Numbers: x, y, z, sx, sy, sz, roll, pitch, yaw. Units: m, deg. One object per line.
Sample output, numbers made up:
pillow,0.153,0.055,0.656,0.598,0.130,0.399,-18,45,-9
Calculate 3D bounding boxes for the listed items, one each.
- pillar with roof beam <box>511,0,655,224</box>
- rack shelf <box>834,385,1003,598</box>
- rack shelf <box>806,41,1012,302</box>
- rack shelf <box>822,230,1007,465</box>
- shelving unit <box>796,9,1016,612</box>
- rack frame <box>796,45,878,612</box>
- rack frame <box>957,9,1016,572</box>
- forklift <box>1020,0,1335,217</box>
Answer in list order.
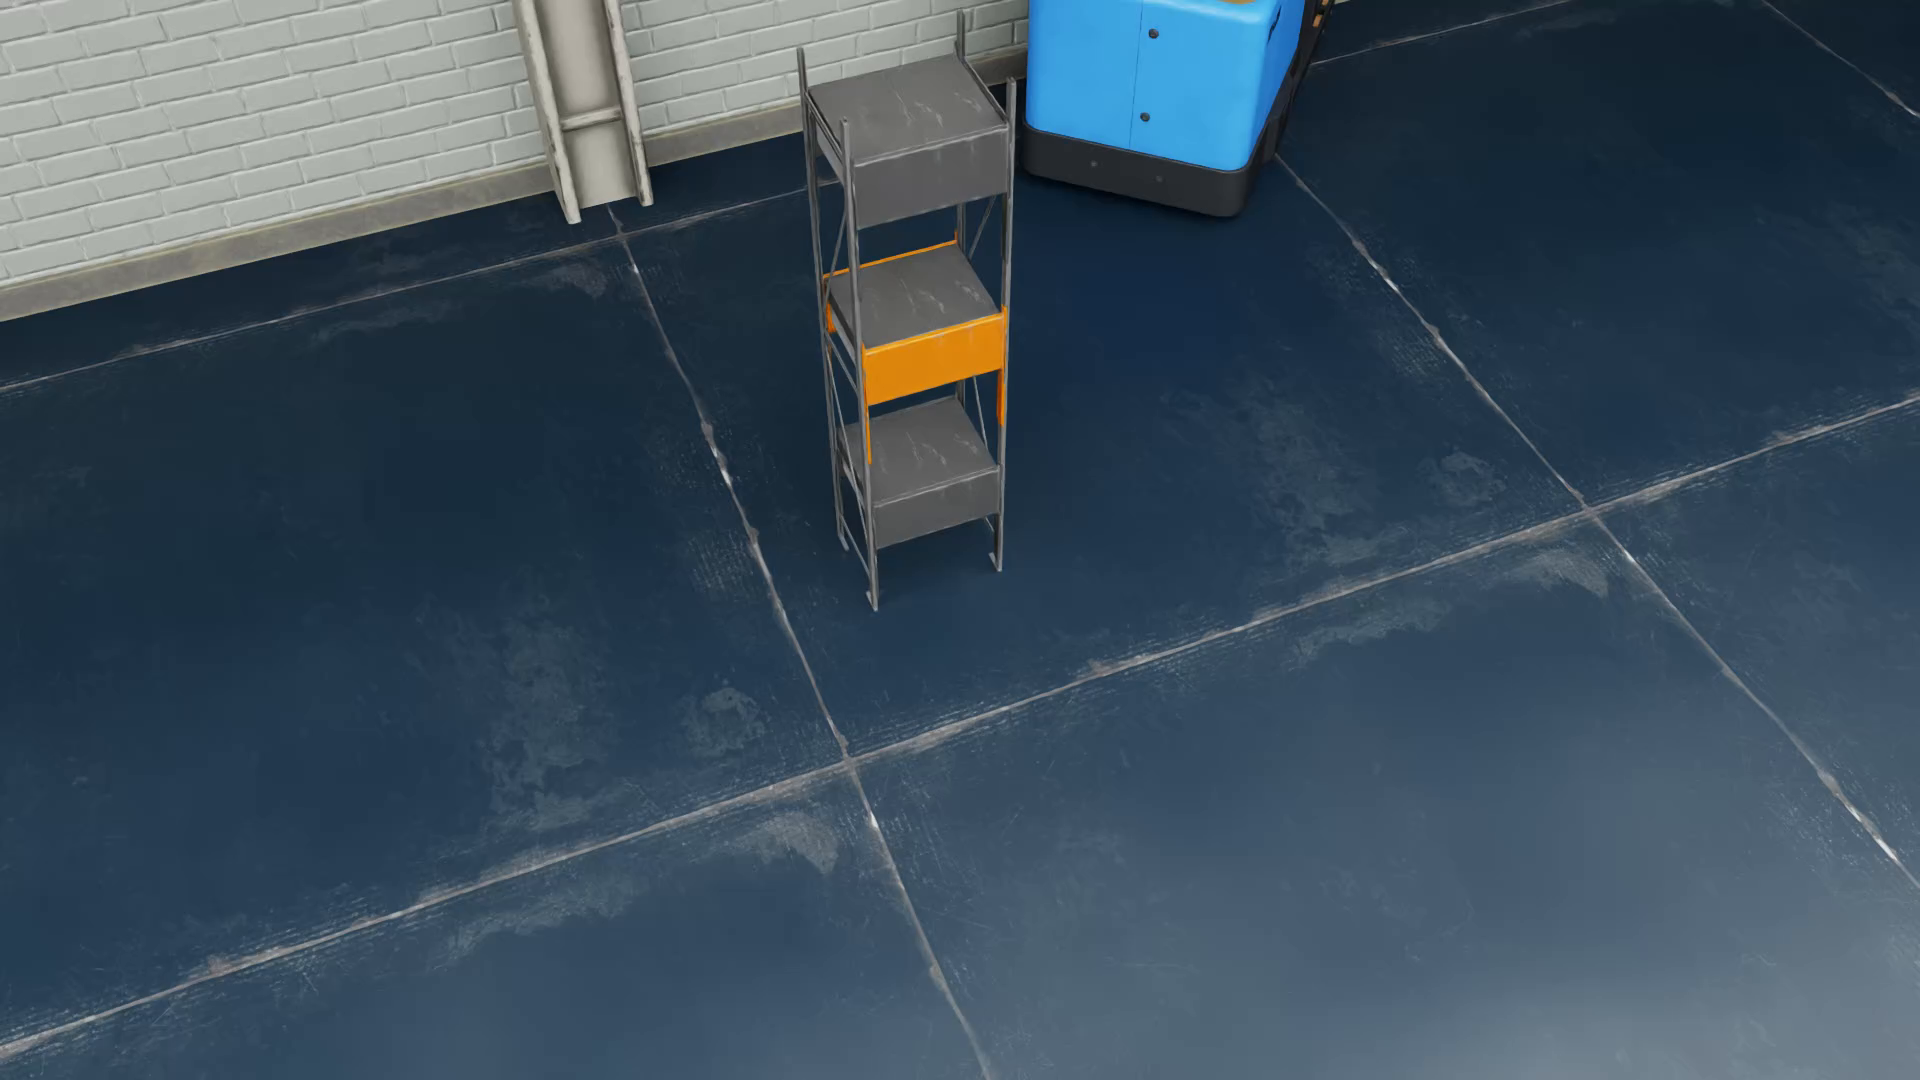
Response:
pillar with roof beam,-0.003,-1.489,1.597,0.400,9.000,9.100,-17,52,-14
rack shelf,-0.153,-0.172,5.954,0.480,0.518,0.431,-17,52,-14
rack shelf,-0.153,-1.084,4.892,0.480,0.518,0.431,-17,52,-14
rack shelf,-0.153,-0.628,5.423,0.480,0.518,0.431,-17,52,-14
shelving unit,-0.153,-0.637,5.413,0.503,2.100,0.431,-17,52,-14
rack frame,-0.379,-0.567,5.353,0.015,2.100,0.400,-17,52,-14
rack frame,0.073,-0.707,5.473,0.015,2.100,0.400,-17,52,-14
forklift,1.269,-3.535,7.354,1.130,2.935,3.031,16,51,13
